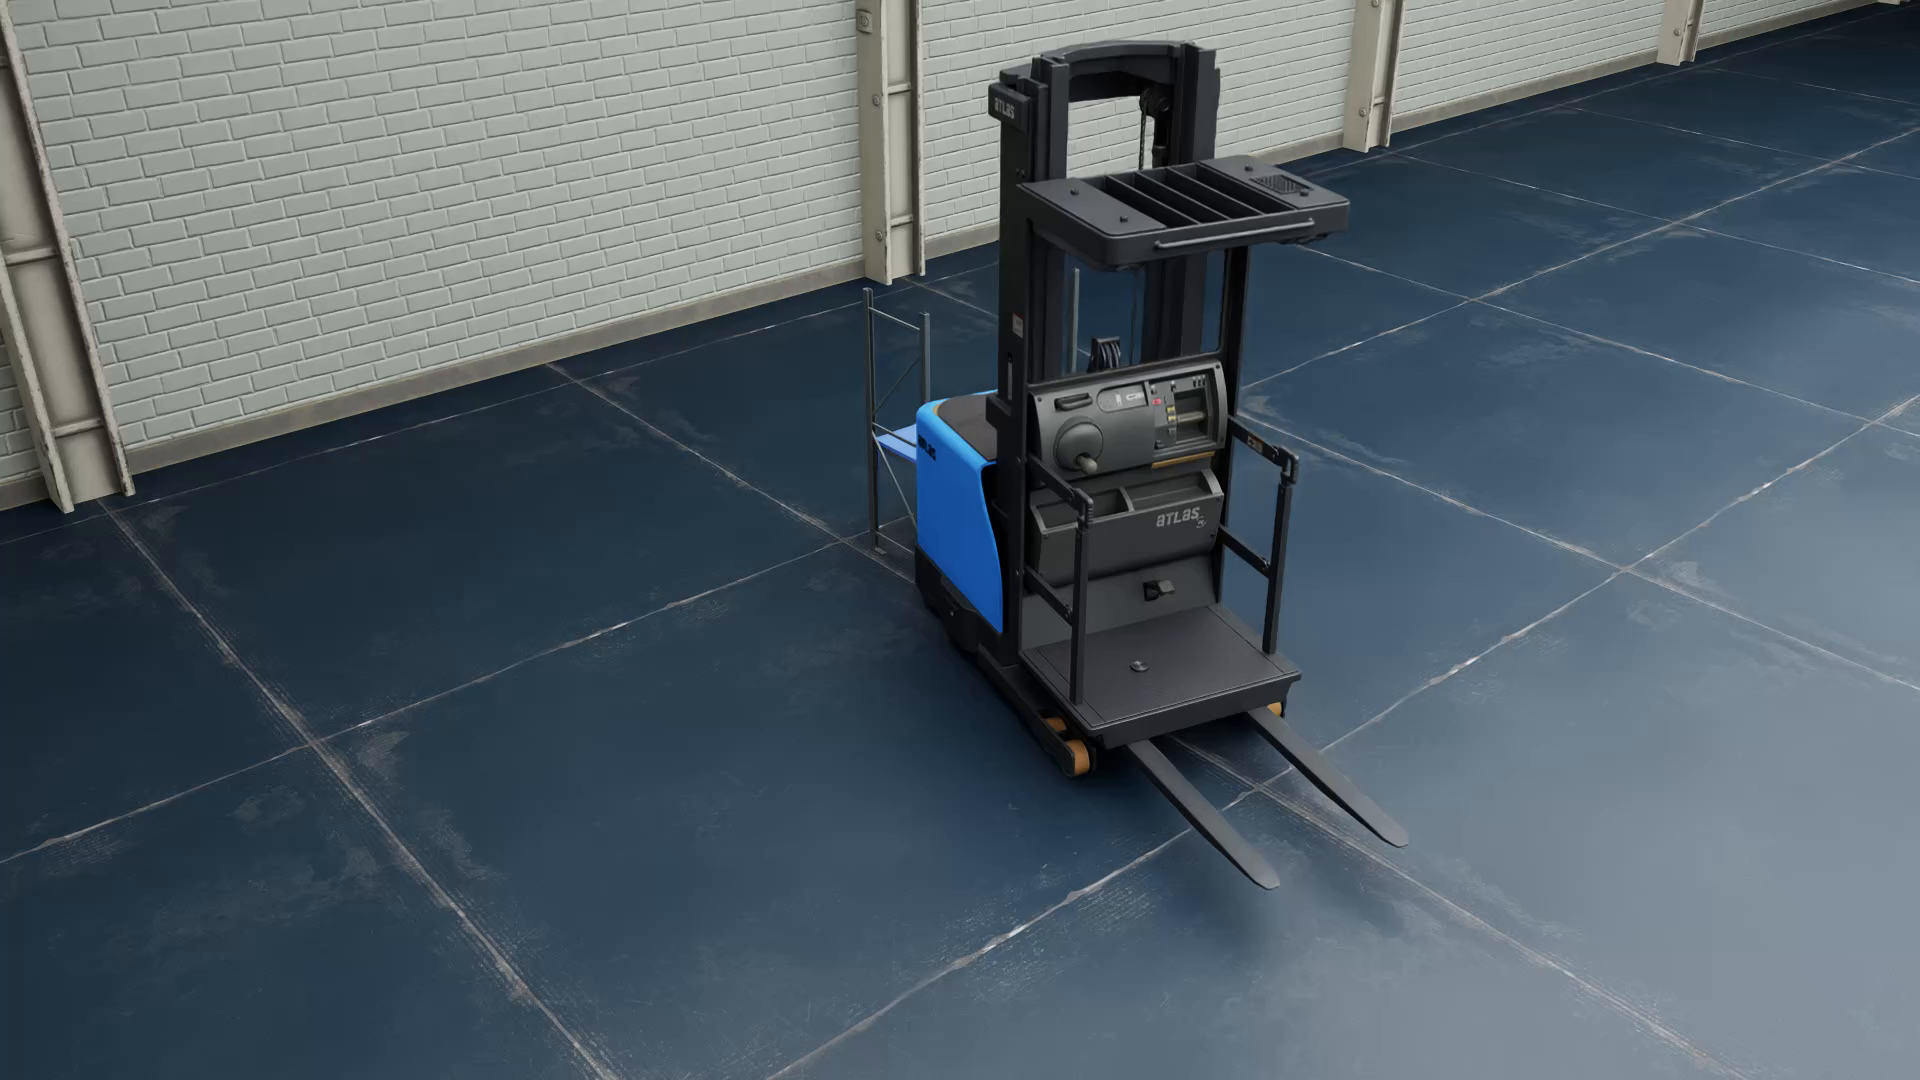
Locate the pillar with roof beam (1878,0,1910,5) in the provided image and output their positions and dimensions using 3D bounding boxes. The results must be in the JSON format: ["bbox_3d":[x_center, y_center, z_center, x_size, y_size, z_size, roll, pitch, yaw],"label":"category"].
[{"bbox_3d":[15.966,-10.034,18.478,0.400,9.000,9.100,-22,35,-35],"label":"pillar with roof beam"}]

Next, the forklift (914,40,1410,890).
[{"bbox_3d":[0.838,-0.486,7.050,1.130,2.935,3.031,-12,30,-22],"label":"forklift"}]

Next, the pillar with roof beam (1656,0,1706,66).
[{"bbox_3d":[11.402,-8.198,15.043,0.400,9.000,9.100,-22,35,-35],"label":"pillar with roof beam"}]

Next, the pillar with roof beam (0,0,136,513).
[{"bbox_3d":[-2.292,-2.692,4.739,0.400,9.000,9.100,-22,35,-35],"label":"pillar with roof beam"}]

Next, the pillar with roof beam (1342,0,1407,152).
[{"bbox_3d":[6.837,-6.363,11.609,0.400,9.000,9.100,-22,35,-35],"label":"pillar with roof beam"}]

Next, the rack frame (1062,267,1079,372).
[{"bbox_3d":[0.452,-0.843,9.236,0.032,1.500,0.500,-22,35,-35],"label":"rack frame"}]

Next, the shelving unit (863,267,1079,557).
[{"bbox_3d":[0.065,-0.688,8.945,1.048,1.500,0.538,-22,35,-35],"label":"shelving unit"}]

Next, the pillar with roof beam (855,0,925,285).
[{"bbox_3d":[2.273,-4.527,8.174,0.400,9.000,9.100,-22,35,-35],"label":"pillar with roof beam"}]

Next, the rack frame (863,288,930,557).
[{"bbox_3d":[-0.322,-0.532,8.654,0.032,1.500,0.500,-22,35,-35],"label":"rack frame"}]

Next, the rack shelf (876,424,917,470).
[{"bbox_3d":[0.065,-0.529,9.030,1.000,0.185,0.538,-22,35,-35],"label":"rack shelf"}]
